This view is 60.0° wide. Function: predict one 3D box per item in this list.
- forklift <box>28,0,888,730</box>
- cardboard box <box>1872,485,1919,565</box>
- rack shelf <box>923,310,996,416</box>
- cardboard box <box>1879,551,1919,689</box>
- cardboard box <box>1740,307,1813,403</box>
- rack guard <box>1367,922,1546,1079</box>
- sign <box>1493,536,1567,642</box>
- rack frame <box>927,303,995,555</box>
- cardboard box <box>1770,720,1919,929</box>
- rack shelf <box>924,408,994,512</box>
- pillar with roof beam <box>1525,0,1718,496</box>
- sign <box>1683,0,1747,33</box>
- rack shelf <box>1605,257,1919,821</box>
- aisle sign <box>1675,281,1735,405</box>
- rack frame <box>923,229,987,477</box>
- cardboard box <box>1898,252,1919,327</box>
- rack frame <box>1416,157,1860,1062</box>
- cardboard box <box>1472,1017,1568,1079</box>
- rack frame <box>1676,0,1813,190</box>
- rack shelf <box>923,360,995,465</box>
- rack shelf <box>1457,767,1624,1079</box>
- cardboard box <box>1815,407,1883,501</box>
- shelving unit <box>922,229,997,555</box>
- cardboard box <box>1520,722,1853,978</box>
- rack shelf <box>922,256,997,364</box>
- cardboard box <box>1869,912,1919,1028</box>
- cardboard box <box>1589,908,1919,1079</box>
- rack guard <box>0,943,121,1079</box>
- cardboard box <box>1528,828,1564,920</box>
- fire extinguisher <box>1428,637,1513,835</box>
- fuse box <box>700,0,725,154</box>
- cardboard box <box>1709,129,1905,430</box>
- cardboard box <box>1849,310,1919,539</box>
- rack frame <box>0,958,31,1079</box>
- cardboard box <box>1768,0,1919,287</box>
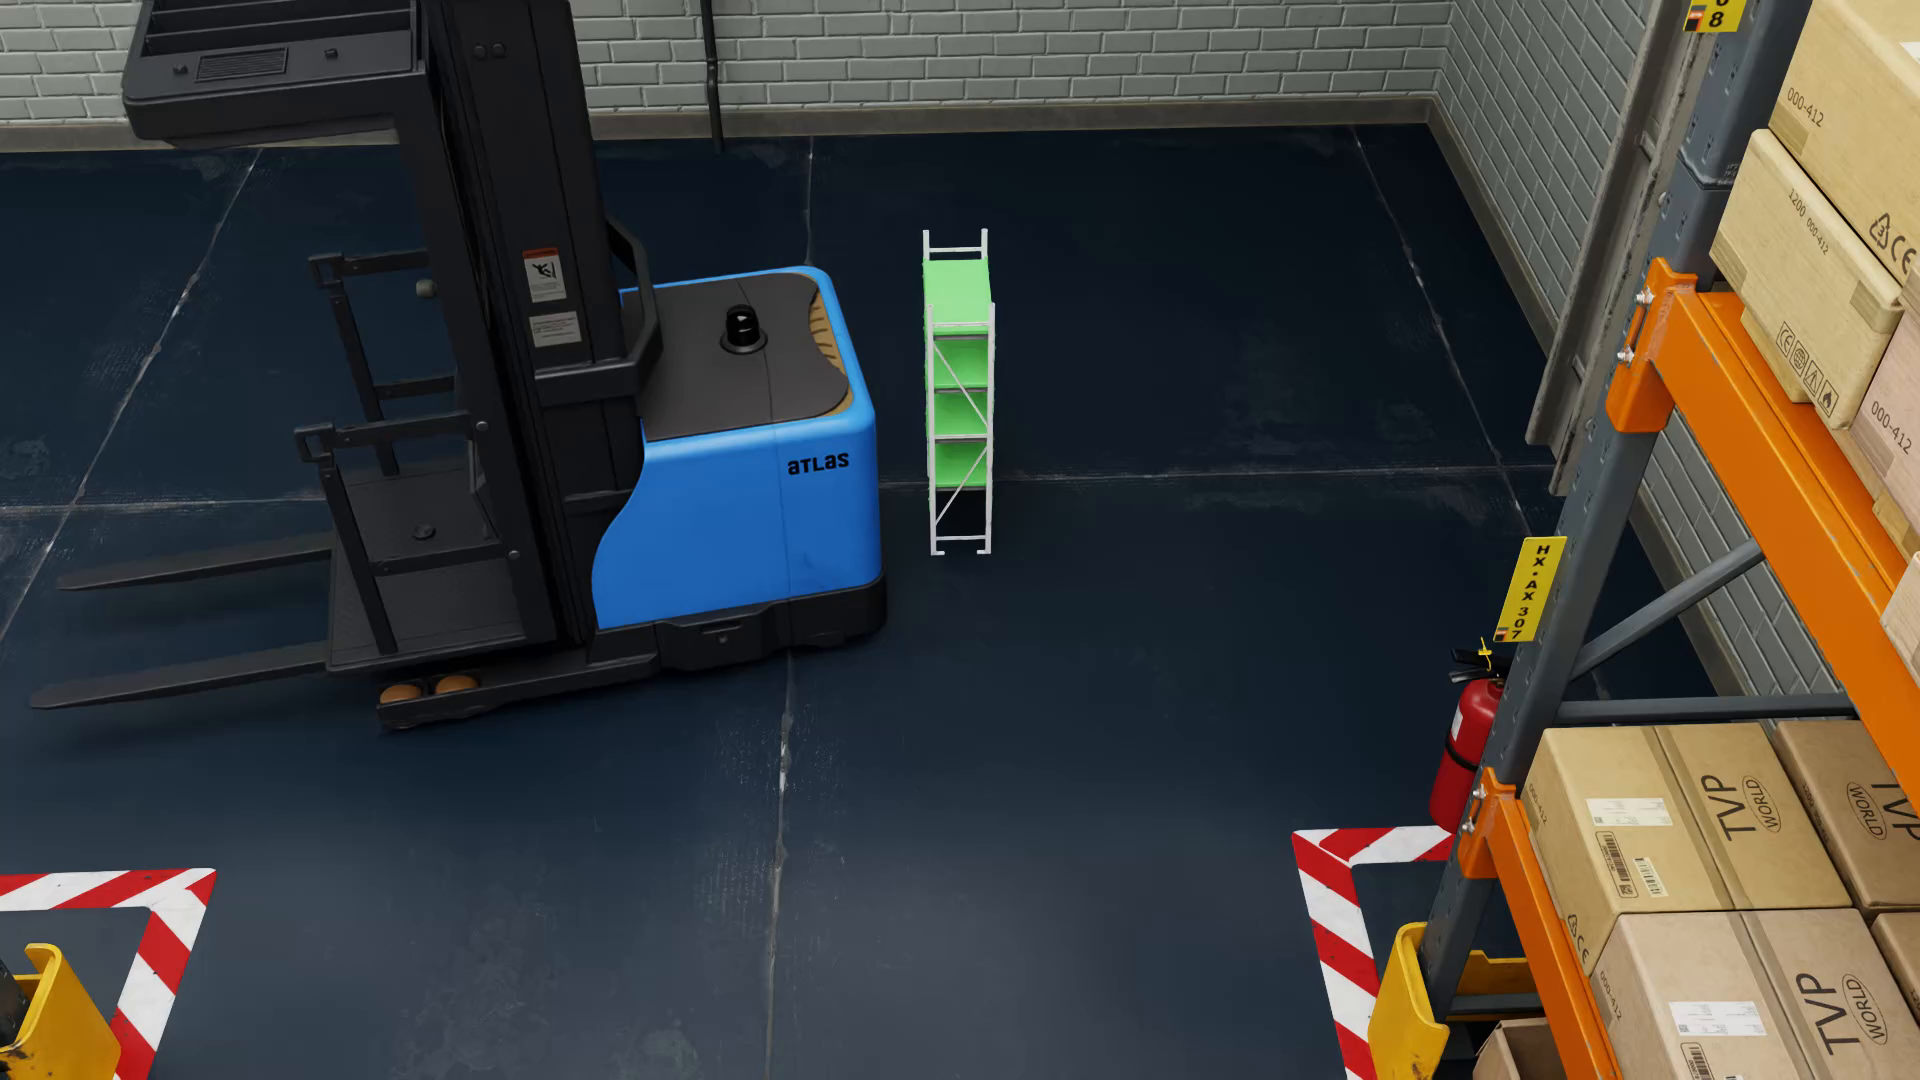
[{"bbox_3d":[-1.849,-0.794,5.448,3.031,2.935,1.130,-9,43,-10],"label":"forklift"},{"bbox_3d":[1.646,-0.023,2.521,0.380,0.149,0.250,-1,43,-2],"label":"cardboard box"},{"bbox_3d":[-0.007,-0.684,6.348,0.258,0.148,0.480,-2,43,-2],"label":"rack shelf"},{"bbox_3d":[1.554,0.148,2.334,0.380,0.149,0.250,-1,43,-1],"label":"cardboard box"},{"bbox_3d":[1.615,-0.373,2.903,0.380,0.149,0.250,-1,43,-1],"label":"cardboard box"},{"bbox_3d":[1.837,1.391,4.862,1.175,0.500,0.348,-2,43,-2],"label":"rack guard"},{"bbox_3d":[1.291,0.115,3.764,0.100,0.325,0.005,-2,43,-2],"label":"sign"},{"bbox_3d":[0.003,-0.389,6.287,0.240,1.200,0.015,-2,43,-2],"label":"rack frame"},{"bbox_3d":[2.118,0.667,3.693,0.500,0.250,0.500,0,43,-1],"label":"cardboard box"},{"bbox_3d":[-0.007,-0.330,6.672,0.258,0.148,0.480,-2,43,-2],"label":"rack shelf"},{"bbox_3d":[-1.682,-3.516,3.926,9.100,9.000,0.400,-2,43,-2],"label":"pillar with roof beam"},{"bbox_3d":[1.291,-0.994,2.748,0.100,0.325,0.005,-2,43,-2],"label":"sign"},{"bbox_3d":[1.919,0.928,1.830,1.077,0.370,4.000,-2,43,-2],"label":"rack shelf"},{"bbox_3d":[1.537,-0.578,3.236,0.394,0.787,0.004,-2,43,-2],"label":"aisle sign"},{"bbox_3d":[-0.017,-0.719,6.646,0.240,1.200,0.015,-2,43,-2],"label":"rack frame"},{"bbox_3d":[1.604,-0.275,2.132,0.500,0.250,0.500,-2,43,-2],"label":"cardboard box"},{"bbox_3d":[1.834,0.418,4.074,1.000,3.000,0.127,-2,43,-2],"label":"rack frame"},{"bbox_3d":[1.765,1.599,4.322,0.797,0.503,0.637,-3,43,-3],"label":"cardboard box"},{"bbox_3d":[1.834,-1.793,2.047,1.000,3.000,0.127,-2,43,-2],"label":"rack frame"},{"bbox_3d":[-0.007,-0.507,6.510,0.258,0.148,0.480,-2,43,-2],"label":"rack shelf"},{"bbox_3d":[1.919,2.034,2.844,1.077,0.370,4.000,-2,43,-2],"label":"rack shelf"},{"bbox_3d":[1.652,-0.197,2.711,0.380,0.149,0.250,-1,43,-1],"label":"cardboard box"},{"bbox_3d":[-0.007,-0.554,6.467,0.258,1.200,0.503,-2,43,-2],"label":"shelving unit"},{"bbox_3d":[1.584,0.678,3.681,0.500,0.250,0.500,-1,43,-2],"label":"cardboard box"},{"bbox_3d":[-0.007,-0.861,6.185,0.258,0.148,0.480,-2,43,-2],"label":"rack shelf"},{"bbox_3d":[2.139,1.015,3.314,0.500,0.250,0.500,-2,43,-2],"label":"cardboard box"},{"bbox_3d":[1.605,1.018,3.310,0.500,0.250,0.500,-1,43,-1],"label":"cardboard box"},{"bbox_3d":[-3.126,1.469,4.778,1.175,0.500,0.348,-2,43,-2],"label":"rack guard"},{"bbox_3d":[1.573,0.741,3.908,0.380,0.149,0.250,-2,43,-2],"label":"cardboard box"},{"bbox_3d":[1.366,0.498,4.320,0.296,0.674,0.183,-2,43,-2],"label":"fire extinguisher"},{"bbox_3d":[-1.283,-2.730,8.461,0.539,1.711,0.414,-2,43,-2],"label":"fuse box"},{"bbox_3d":[1.579,-0.434,2.675,0.500,0.250,0.500,-2,43,-2],"label":"cardboard box"},{"bbox_3d":[1.622,-0.092,2.301,0.500,0.250,0.500,-1,43,-1],"label":"cardboard box"},{"bbox_3d":[-3.125,0.563,3.916,1.000,3.000,0.127,-2,43,-2],"label":"rack frame"},{"bbox_3d":[1.602,-0.619,2.507,0.500,0.250,0.500,-2,43,-2],"label":"cardboard box"}]
